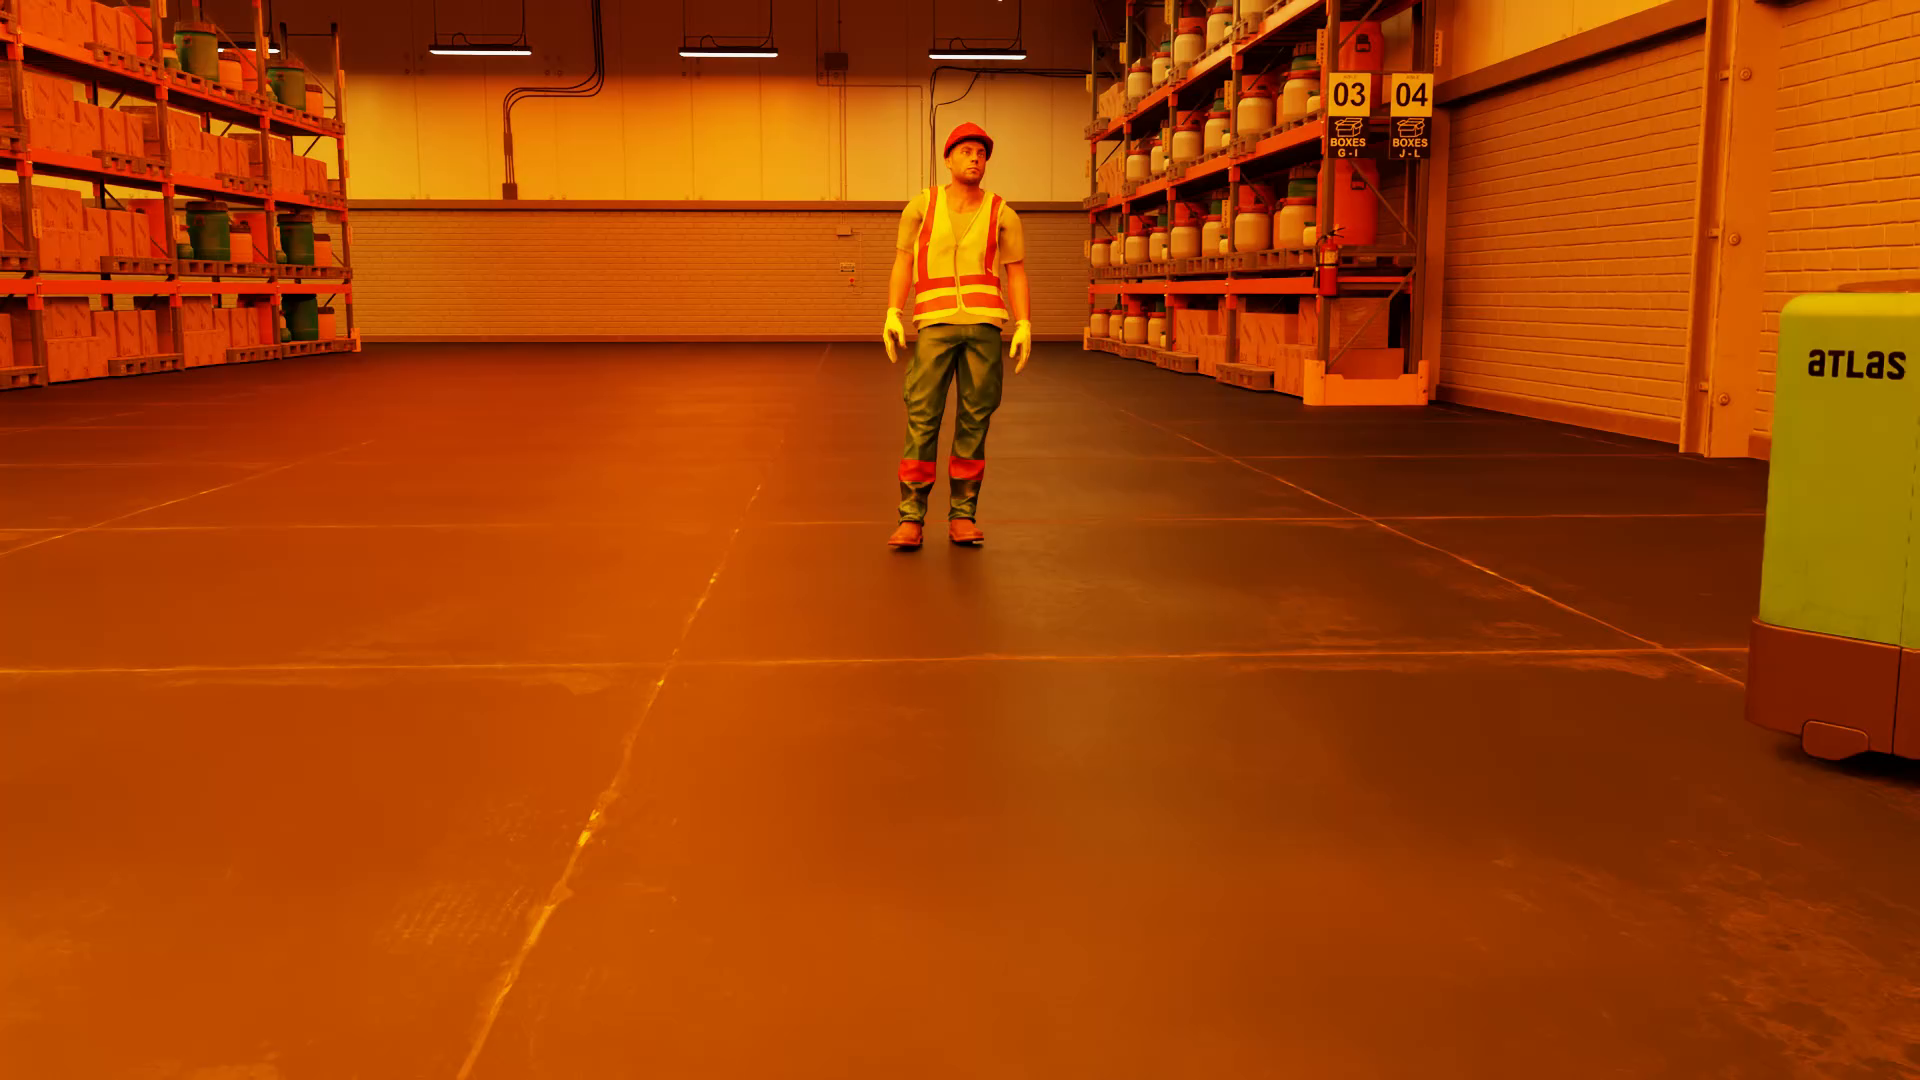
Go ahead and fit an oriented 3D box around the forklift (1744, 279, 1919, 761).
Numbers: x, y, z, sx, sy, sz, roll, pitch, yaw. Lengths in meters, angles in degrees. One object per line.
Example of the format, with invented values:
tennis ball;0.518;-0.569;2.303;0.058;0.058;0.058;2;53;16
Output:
forklift;3.131;-0.817;2.831;1.130;2.935;3.031;-6;10;-35

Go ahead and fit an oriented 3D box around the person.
person;-0.007;-0.881;7.098;0.637;1.787;0.564;-1;8;-4
